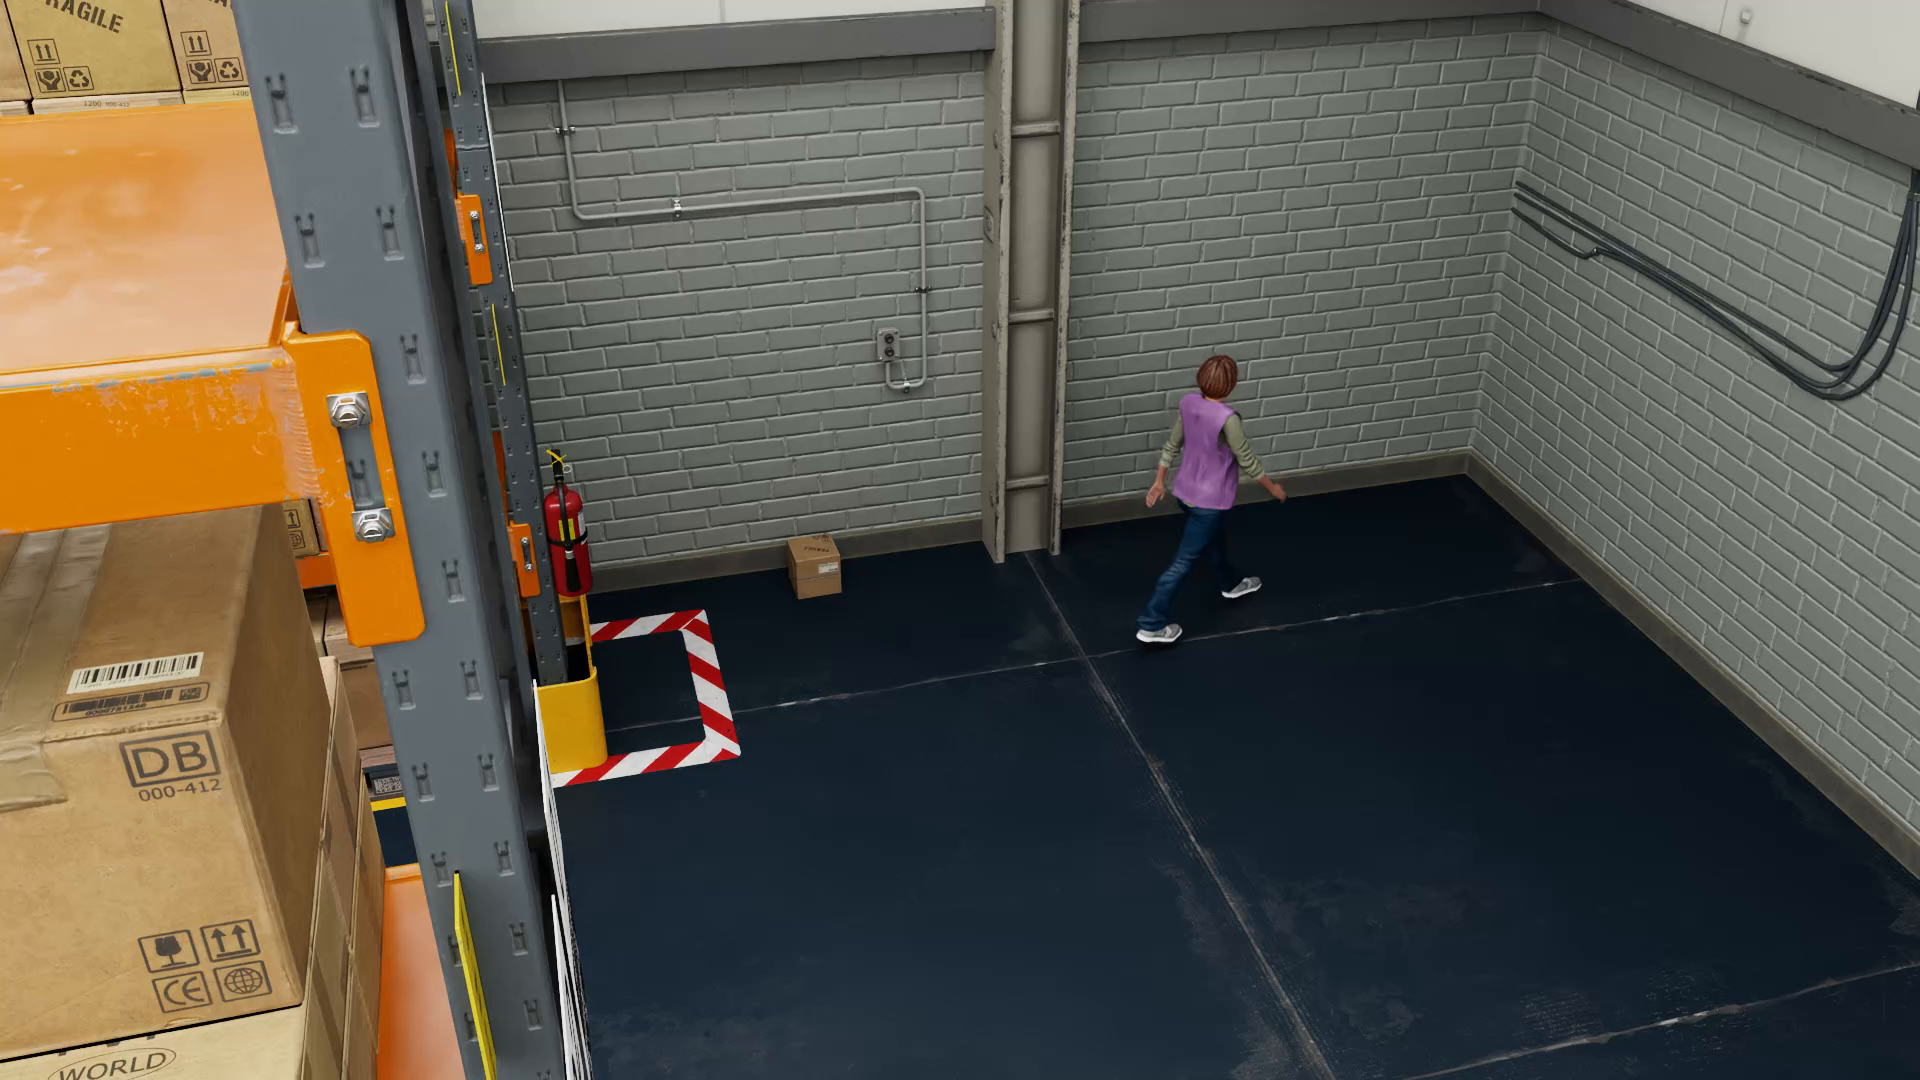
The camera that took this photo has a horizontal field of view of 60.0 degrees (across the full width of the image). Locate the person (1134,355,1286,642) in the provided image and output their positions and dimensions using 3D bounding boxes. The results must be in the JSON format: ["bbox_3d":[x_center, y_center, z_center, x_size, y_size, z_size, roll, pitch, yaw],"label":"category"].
[{"bbox_3d":[1.309,-0.250,8.630,0.961,1.542,0.512,-18,35,-28],"label":"person"}]
